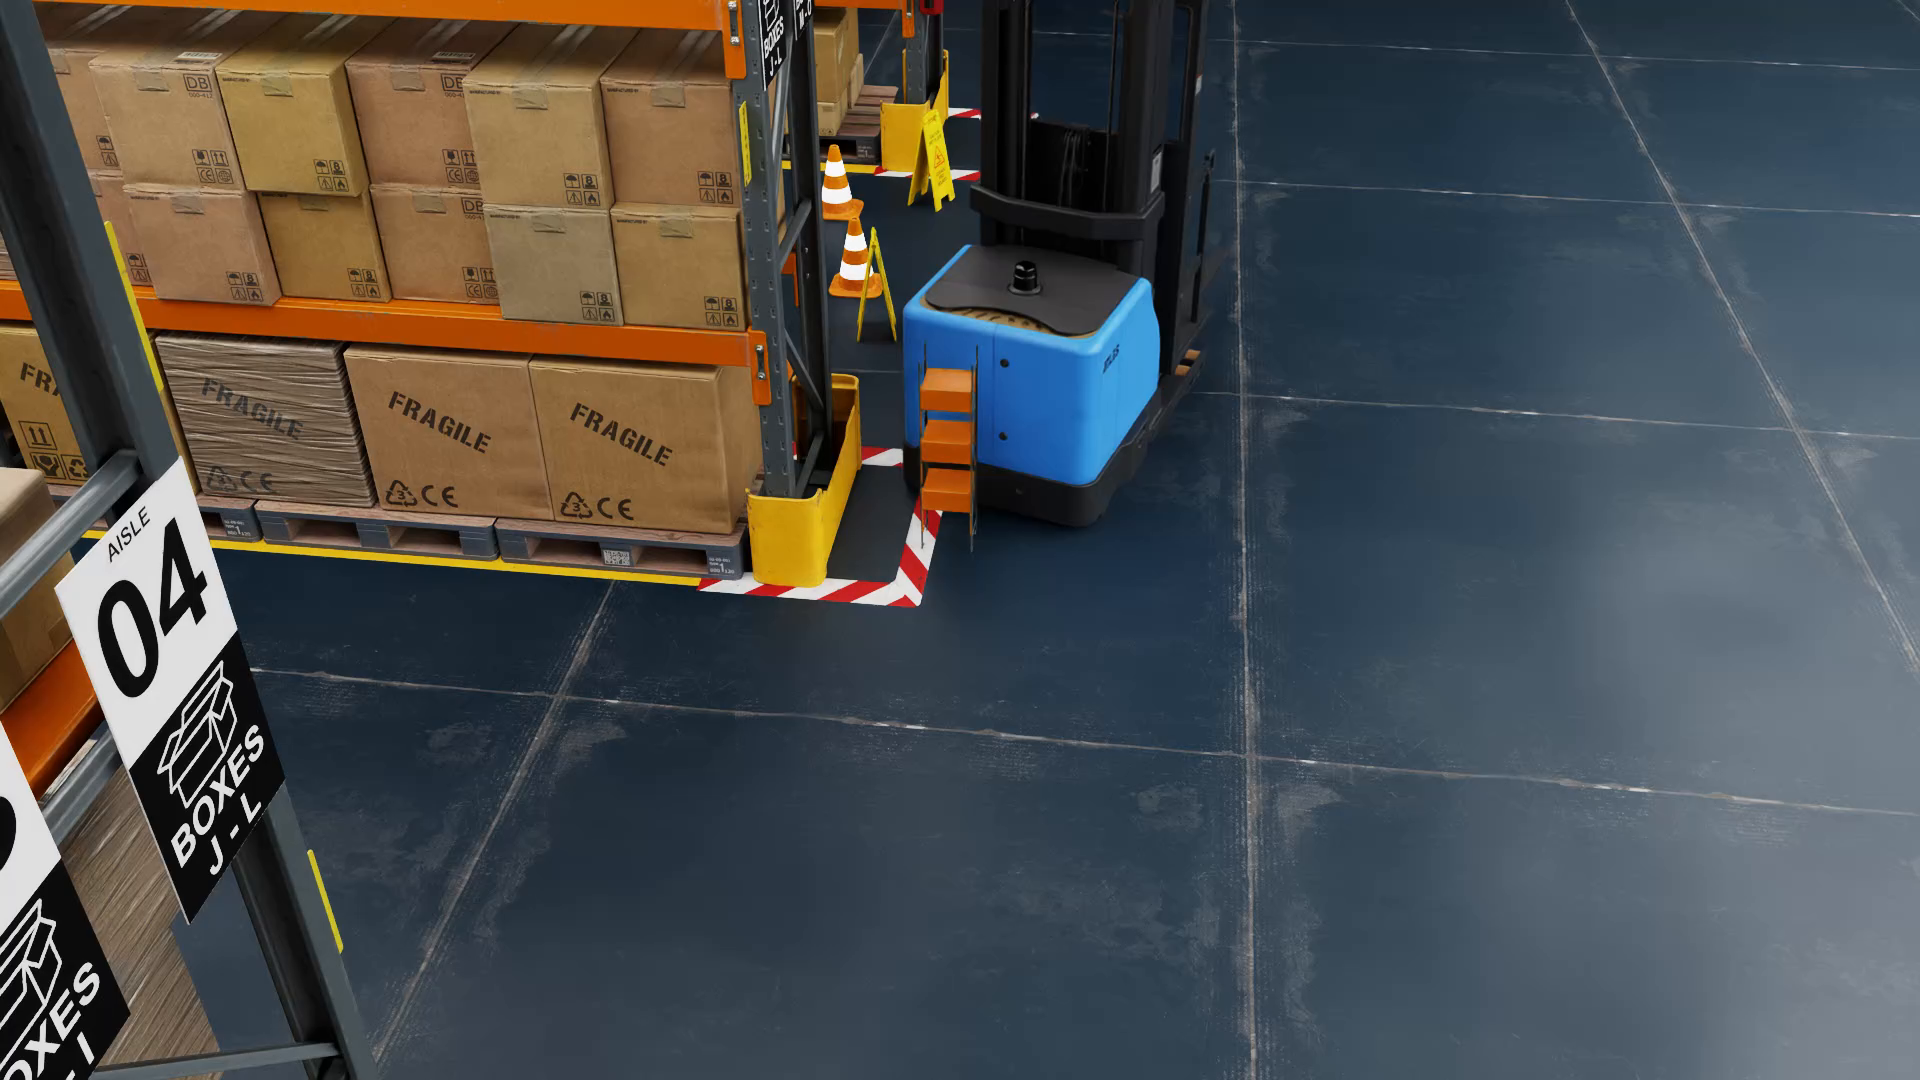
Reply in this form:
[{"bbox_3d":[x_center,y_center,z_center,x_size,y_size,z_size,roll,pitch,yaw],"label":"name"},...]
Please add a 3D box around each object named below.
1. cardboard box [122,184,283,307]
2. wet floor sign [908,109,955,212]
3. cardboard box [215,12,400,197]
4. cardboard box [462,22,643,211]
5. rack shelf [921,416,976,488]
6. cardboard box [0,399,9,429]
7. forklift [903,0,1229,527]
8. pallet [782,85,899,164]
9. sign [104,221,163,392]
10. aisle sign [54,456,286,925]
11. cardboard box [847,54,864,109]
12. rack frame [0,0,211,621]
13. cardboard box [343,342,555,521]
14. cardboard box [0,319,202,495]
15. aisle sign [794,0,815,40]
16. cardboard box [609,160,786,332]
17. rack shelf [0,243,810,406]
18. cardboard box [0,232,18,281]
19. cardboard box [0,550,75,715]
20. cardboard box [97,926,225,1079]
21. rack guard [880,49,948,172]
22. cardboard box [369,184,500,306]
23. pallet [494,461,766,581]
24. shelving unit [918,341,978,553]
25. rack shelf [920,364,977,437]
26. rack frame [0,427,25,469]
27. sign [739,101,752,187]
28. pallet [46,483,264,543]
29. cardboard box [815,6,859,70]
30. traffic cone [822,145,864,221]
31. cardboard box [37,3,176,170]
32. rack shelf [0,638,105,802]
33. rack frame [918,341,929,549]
[{"bbox_3d":[-3.312,-1.541,7.698,0.550,0.550,0.875,4,36,6],"label":"cardboard box"},{"bbox_3d":[-0.199,-2.611,11.352,0.232,0.644,0.267,17,39,22],"label":"wet floor sign"},{"bbox_3d":[-2.782,-1.962,7.358,0.500,0.550,0.875,4,36,6],"label":"cardboard box"},{"bbox_3d":[-1.702,-1.878,7.240,0.550,0.550,0.875,4,36,6],"label":"cardboard box"},{"bbox_3d":[-0.053,-0.423,7.957,0.240,0.259,0.215,4,36,6],"label":"rack shelf"},{"bbox_3d":[-5.376,-0.885,8.483,0.750,0.750,1.050,4,36,6],"label":"cardboard box"},{"bbox_3d":[0.764,-2.107,8.679,1.130,2.935,3.031,14,38,19],"label":"forklift"},{"bbox_3d":[-1.128,-3.151,12.483,1.213,0.211,1.003,4,36,6],"label":"pallet"},{"bbox_3d":[-1.444,-0.379,2.864,0.005,0.325,0.100,4,36,6],"label":"sign"},{"bbox_3d":[-1.414,0.284,3.032,0.004,0.787,0.394,4,36,6],"label":"aisle sign"},{"bbox_3d":[-1.016,-3.470,12.536,0.500,0.250,0.500,4,36,6],"label":"cardboard box"},{"bbox_3d":[-1.513,-0.931,1.809,0.127,3.000,1.000,4,36,6],"label":"rack frame"},{"bbox_3d":[-2.335,-0.722,8.147,0.875,0.875,0.875,4,36,5],"label":"cardboard box"},{"bbox_3d":[-4.134,-0.855,8.333,0.875,0.875,0.875,5,36,7],"label":"cardboard box"},{"bbox_3d":[-0.673,-2.566,7.025,0.004,0.787,0.394,4,36,6],"label":"aisle sign"},{"bbox_3d":[-1.155,-1.402,7.504,0.550,0.550,0.875,4,36,6],"label":"cardboard box"},{"bbox_3d":[-2.765,-1.195,7.962,4.000,0.370,1.077,4,36,6],"label":"rack shelf"},{"bbox_3d":[-4.381,-1.676,7.888,0.550,0.550,0.875,4,36,6],"label":"cardboard box"},{"bbox_3d":[-1.958,0.166,2.982,0.500,0.250,0.500,5,36,7],"label":"cardboard box"},{"bbox_3d":[-2.055,1.292,3.515,0.500,0.500,0.875,4,36,6],"label":"cardboard box"},{"bbox_3d":[-0.326,-3.188,12.286,0.348,0.500,1.175,4,36,6],"label":"rack guard"},{"bbox_3d":[-2.243,-1.544,7.702,0.550,0.550,0.875,4,36,6],"label":"cardboard box"},{"bbox_3d":[-1.584,-0.219,8.375,1.213,0.211,1.003,4,36,6],"label":"pallet"},{"bbox_3d":[-0.053,-0.431,7.951,0.252,1.050,0.215,4,36,6],"label":"shelving unit"},{"bbox_3d":[-0.053,-0.654,7.792,0.240,0.259,0.215,4,36,6],"label":"rack shelf"},{"bbox_3d":[-4.749,-1.636,7.960,0.127,3.000,1.000,4,36,6],"label":"rack frame"},{"bbox_3d":[-0.864,-1.596,6.703,0.005,0.325,0.100,4,36,6],"label":"sign"},{"bbox_3d":[-4.004,-0.399,8.628,1.213,0.211,1.003,4,36,6],"label":"pallet"},{"bbox_3d":[-1.040,-3.777,12.320,0.500,0.500,0.500,3,36,4],"label":"cardboard box"},{"bbox_3d":[-0.842,-2.455,11.292,0.334,0.463,0.336,4,36,6],"label":"traffic cone"},{"bbox_3d":[-3.827,-2.116,7.573,0.550,0.550,0.875,4,36,6],"label":"cardboard box"},{"bbox_3d":[-3.497,0.434,3.096,4.000,0.370,1.077,4,36,6],"label":"rack shelf"},{"bbox_3d":[-0.174,-0.440,7.963,0.008,1.050,0.200,4,36,6],"label":"rack frame"}]
